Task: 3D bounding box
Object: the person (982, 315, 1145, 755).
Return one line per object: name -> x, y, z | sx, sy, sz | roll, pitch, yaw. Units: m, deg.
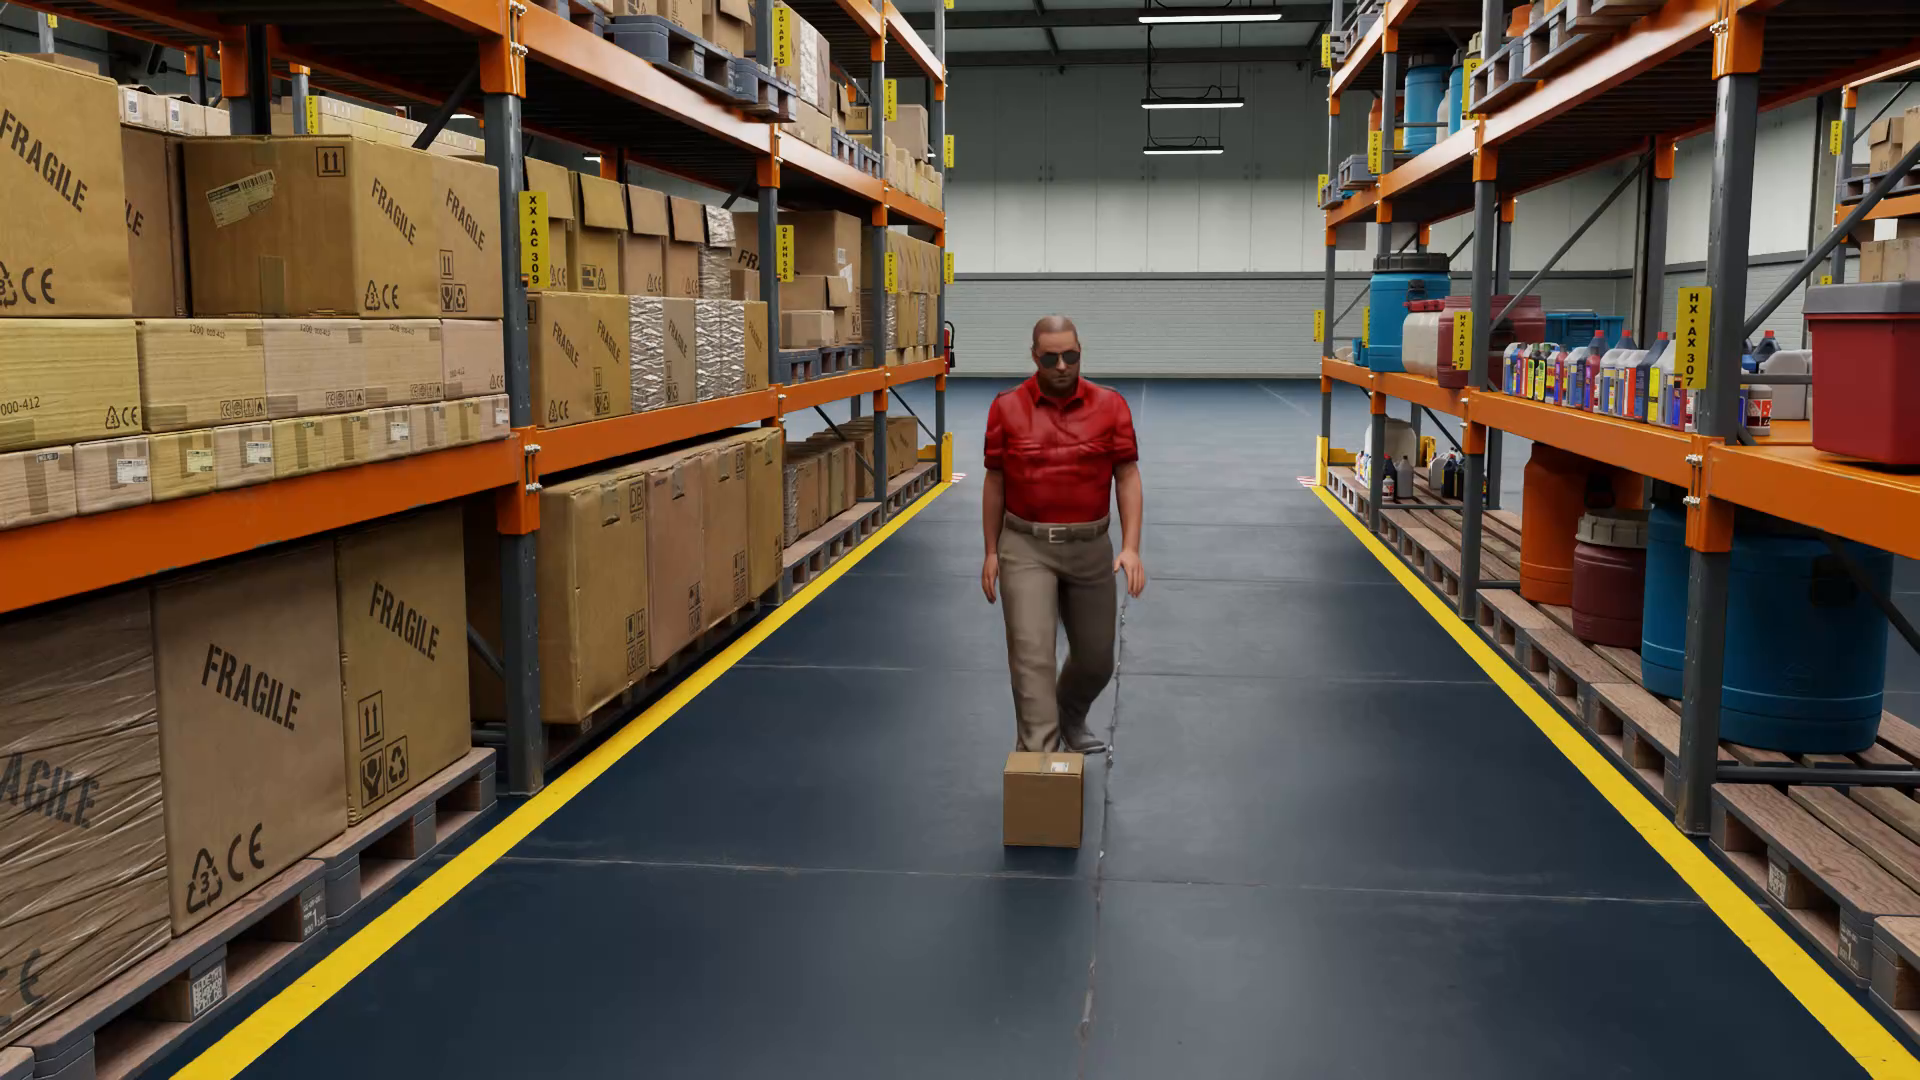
person -> 0.361, 0.059, 5.862 | 0.555, 1.691, 0.934 | -1, 8, -6
